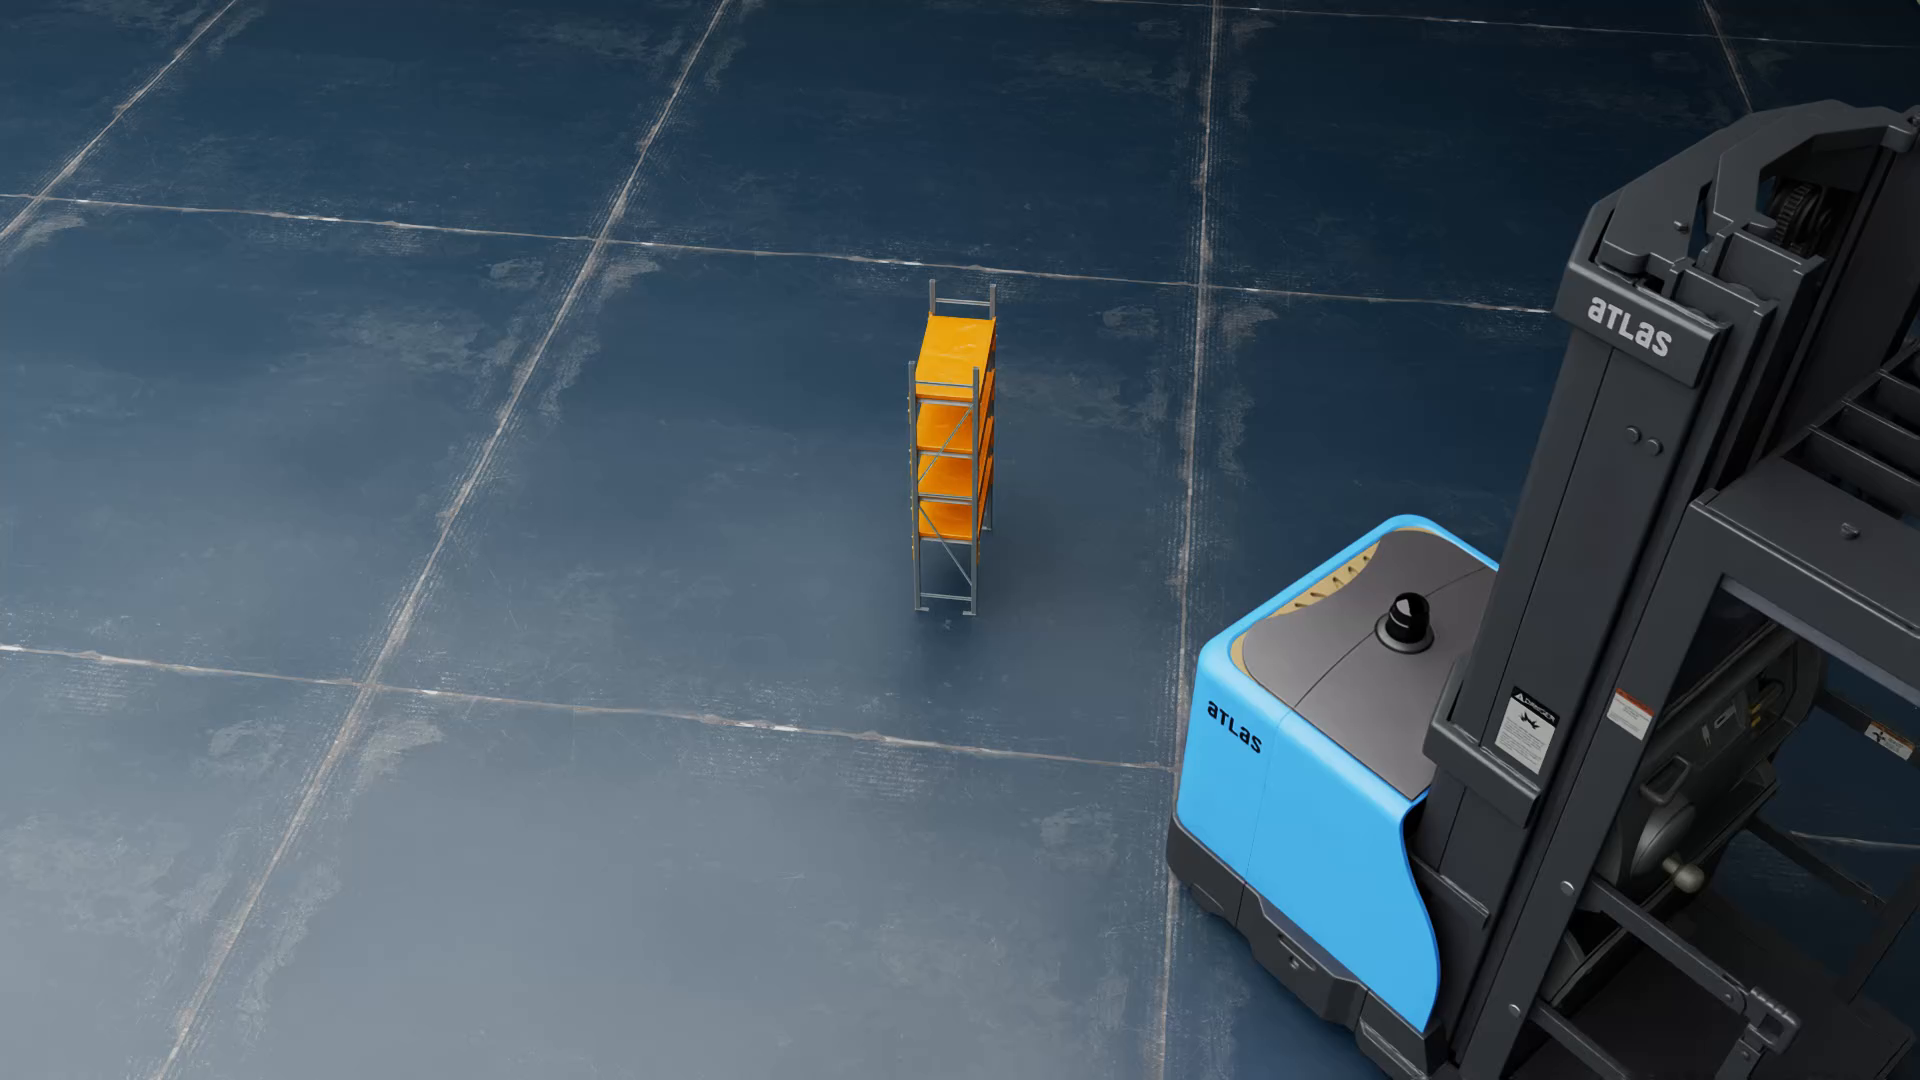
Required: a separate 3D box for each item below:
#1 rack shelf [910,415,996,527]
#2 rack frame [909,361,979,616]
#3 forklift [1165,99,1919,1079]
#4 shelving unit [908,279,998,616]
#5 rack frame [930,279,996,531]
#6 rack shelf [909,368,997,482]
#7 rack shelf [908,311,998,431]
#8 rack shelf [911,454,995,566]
[{"bbox_3d":[-0.022,-0.274,6.265,0.258,0.148,0.480,5,44,6],"label":"rack shelf"},{"bbox_3d":[-0.054,-0.157,6.043,0.240,1.200,0.015,5,44,6],"label":"rack frame"},{"bbox_3d":[2.016,0.597,3.988,1.130,2.935,3.031,-30,51,-28],"label":"forklift"},{"bbox_3d":[-0.022,-0.323,6.218,0.258,1.200,0.503,5,44,6],"label":"shelving unit"},{"bbox_3d":[0.010,-0.489,6.394,0.240,1.200,0.015,5,44,6],"label":"rack frame"},{"bbox_3d":[-0.022,-0.436,6.111,0.258,0.148,0.480,5,44,6],"label":"rack shelf"},{"bbox_3d":[-0.022,-0.608,5.948,0.258,0.148,0.480,5,44,6],"label":"rack shelf"},{"bbox_3d":[-0.022,-0.130,6.401,0.258,0.148,0.480,5,44,6],"label":"rack shelf"}]
